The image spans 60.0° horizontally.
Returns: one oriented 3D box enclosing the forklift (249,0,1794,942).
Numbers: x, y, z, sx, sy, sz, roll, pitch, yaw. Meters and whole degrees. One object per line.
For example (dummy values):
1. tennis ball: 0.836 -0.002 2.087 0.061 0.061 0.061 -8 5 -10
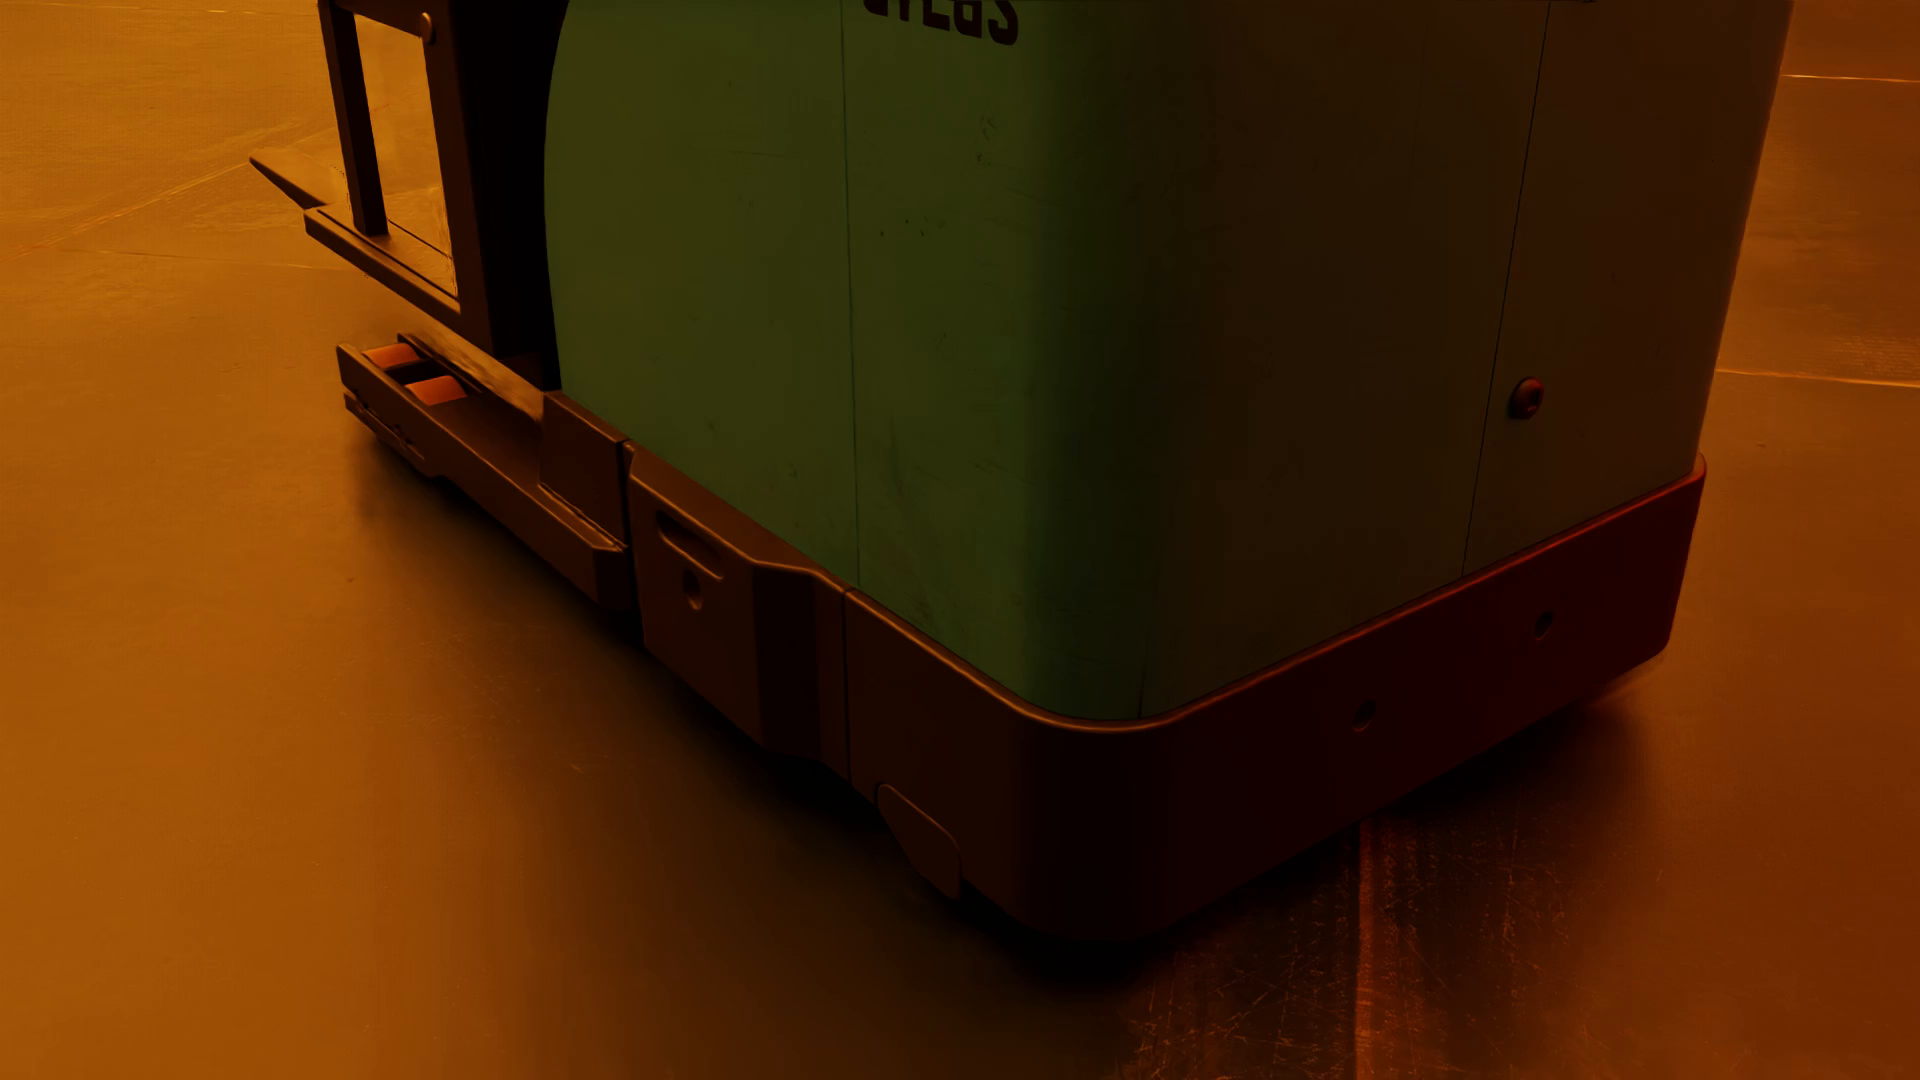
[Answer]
1. forklift: -0.396 -1.526 2.271 1.130 2.935 3.031 -19 32 -33
